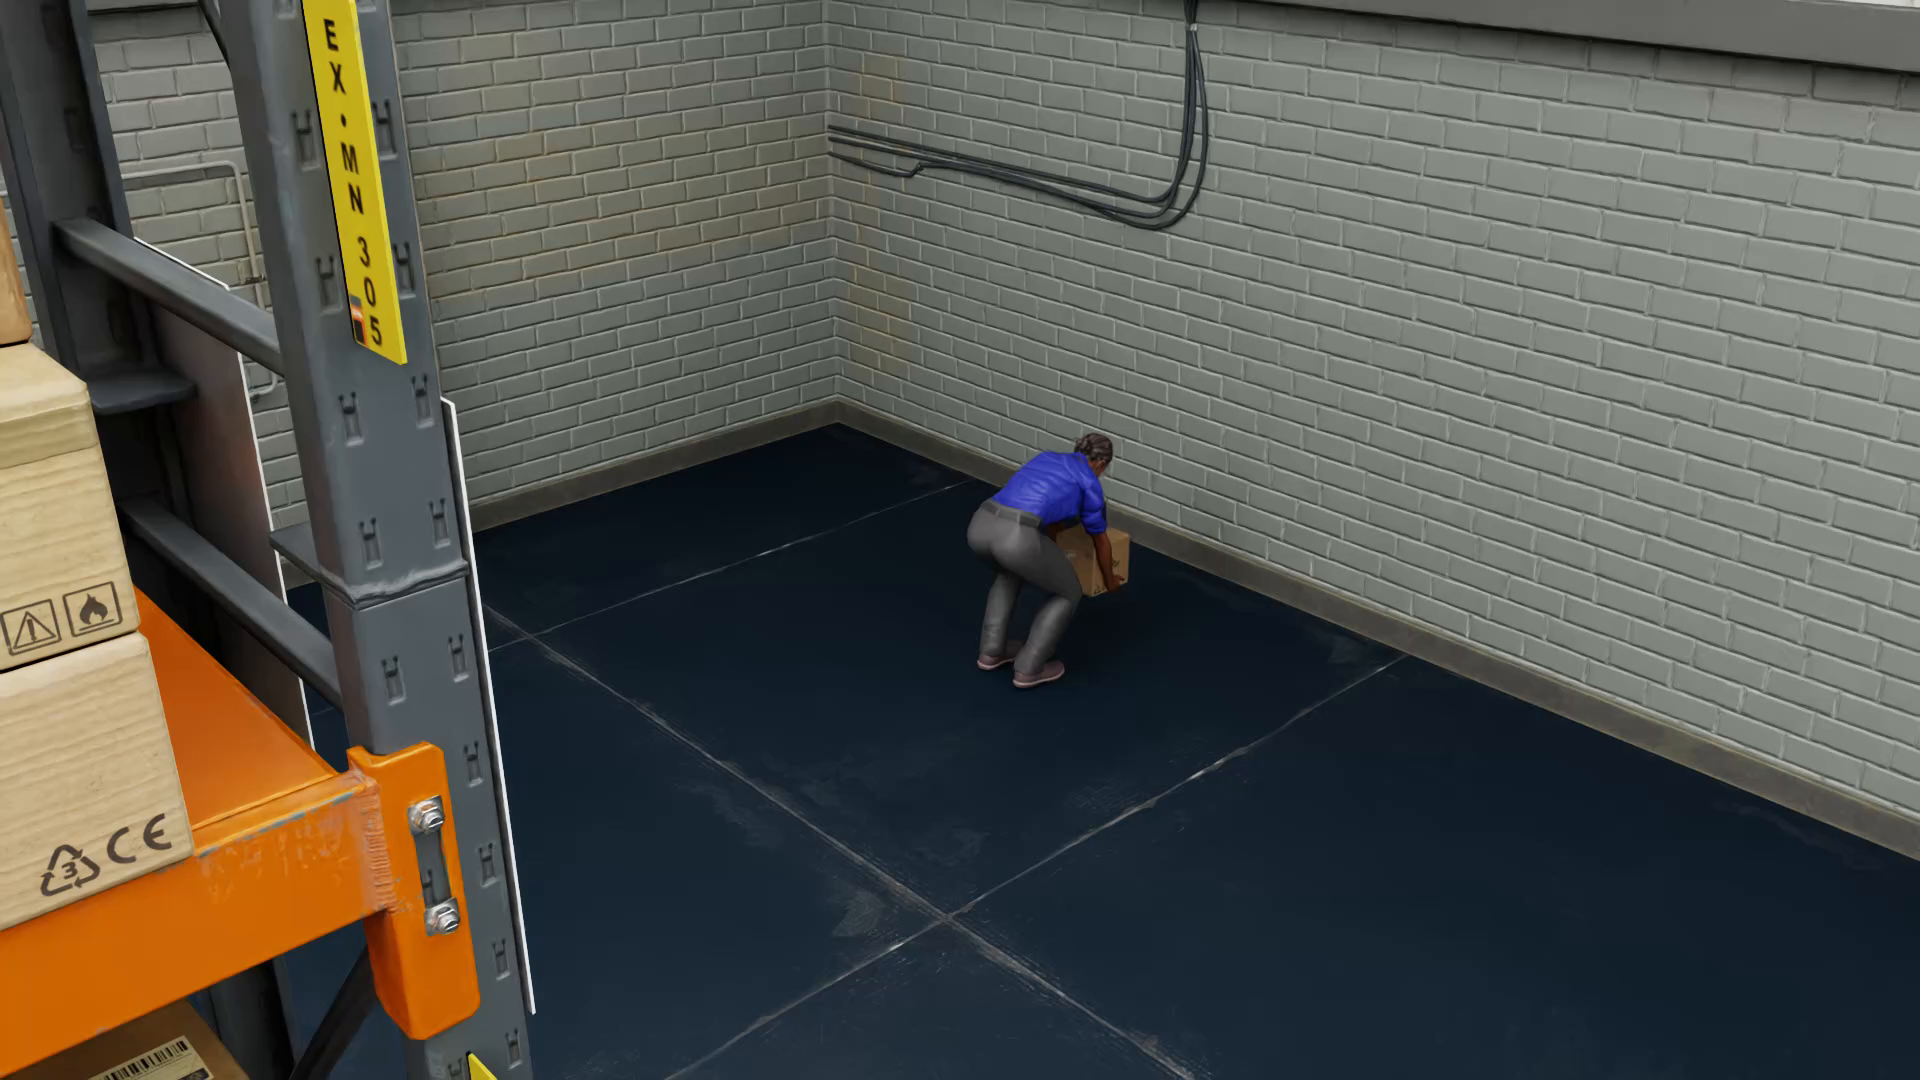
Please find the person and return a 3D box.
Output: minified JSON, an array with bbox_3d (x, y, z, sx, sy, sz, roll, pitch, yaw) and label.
[{"bbox_3d":[0.404,0.076,7.665,0.457,1.064,0.857,22,32,39],"label":"person"}]
